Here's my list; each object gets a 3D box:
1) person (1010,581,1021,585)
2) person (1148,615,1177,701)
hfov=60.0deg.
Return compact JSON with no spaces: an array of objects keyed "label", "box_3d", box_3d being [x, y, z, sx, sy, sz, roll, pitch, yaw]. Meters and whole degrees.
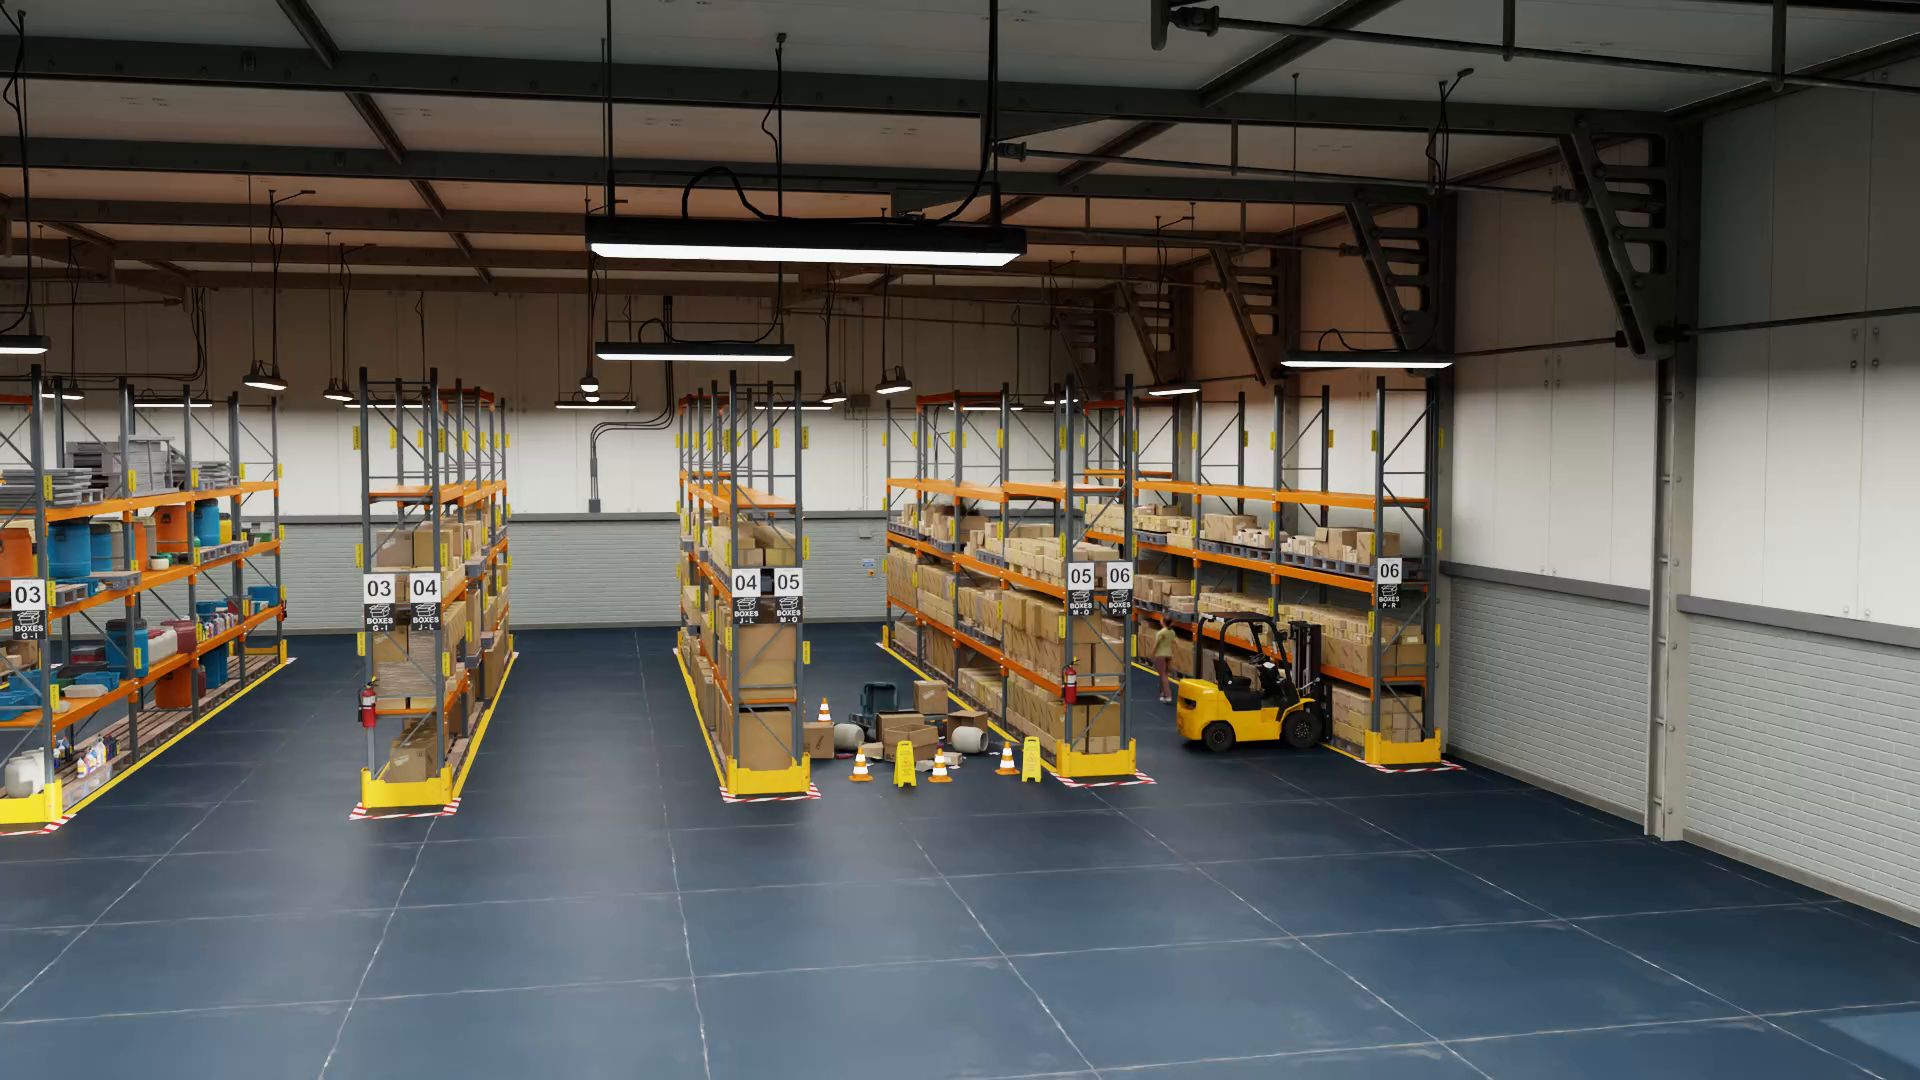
[{"label":"person","box_3d":[1.481,1.575,42.867,0.987,1.748,0.606,-1,4,-19]},{"label":"person","box_3d":[3.897,2.232,31.846,0.495,1.616,0.666,-1,4,-23]}]
